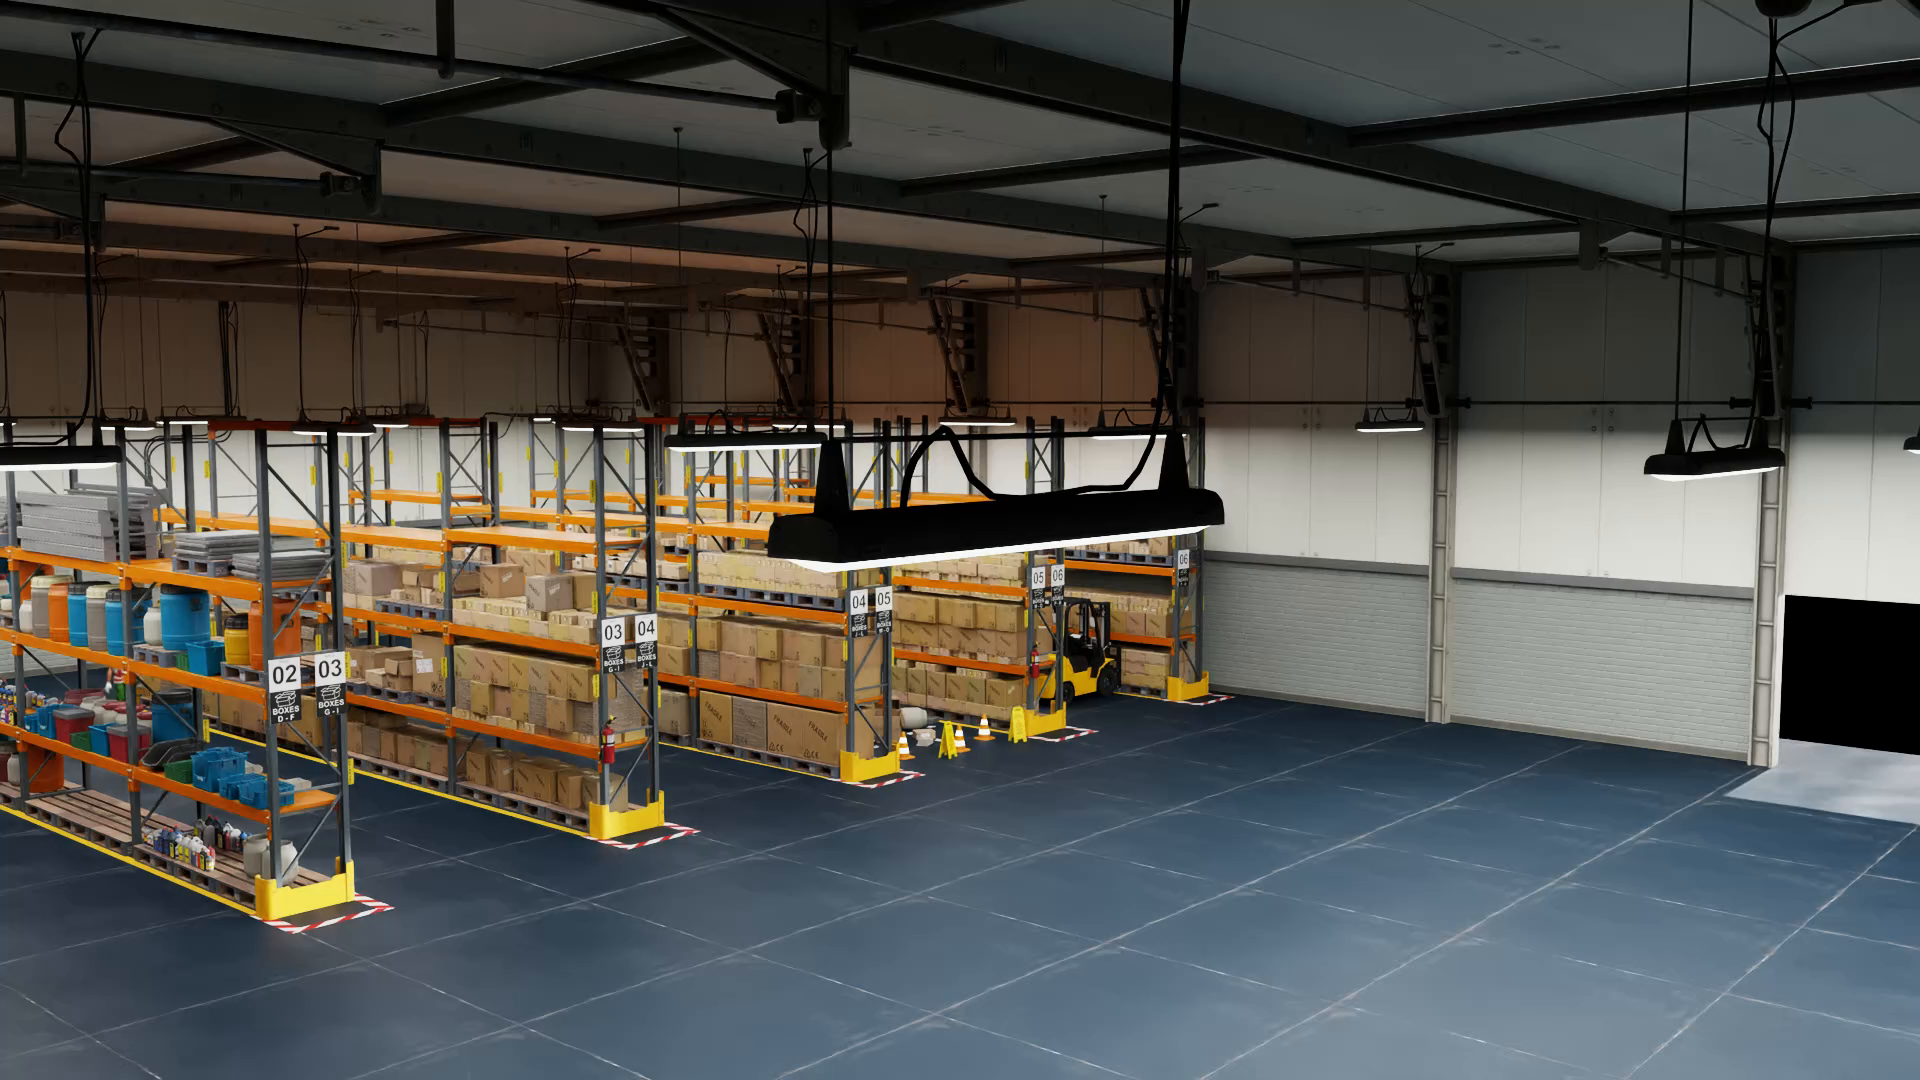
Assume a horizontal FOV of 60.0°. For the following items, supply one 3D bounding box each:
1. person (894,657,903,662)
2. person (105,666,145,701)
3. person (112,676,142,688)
[{"bbox_3d":[-1.491,2.067,39.122,0.514,1.664,0.623,3,6,34],"label":"person"},{"bbox_3d":[-16.163,2.758,32.219,1.034,1.724,0.683,4,6,42],"label":"person"},{"bbox_3d":[-18.485,2.377,36.964,0.959,1.769,0.598,1,5,11],"label":"person"}]
